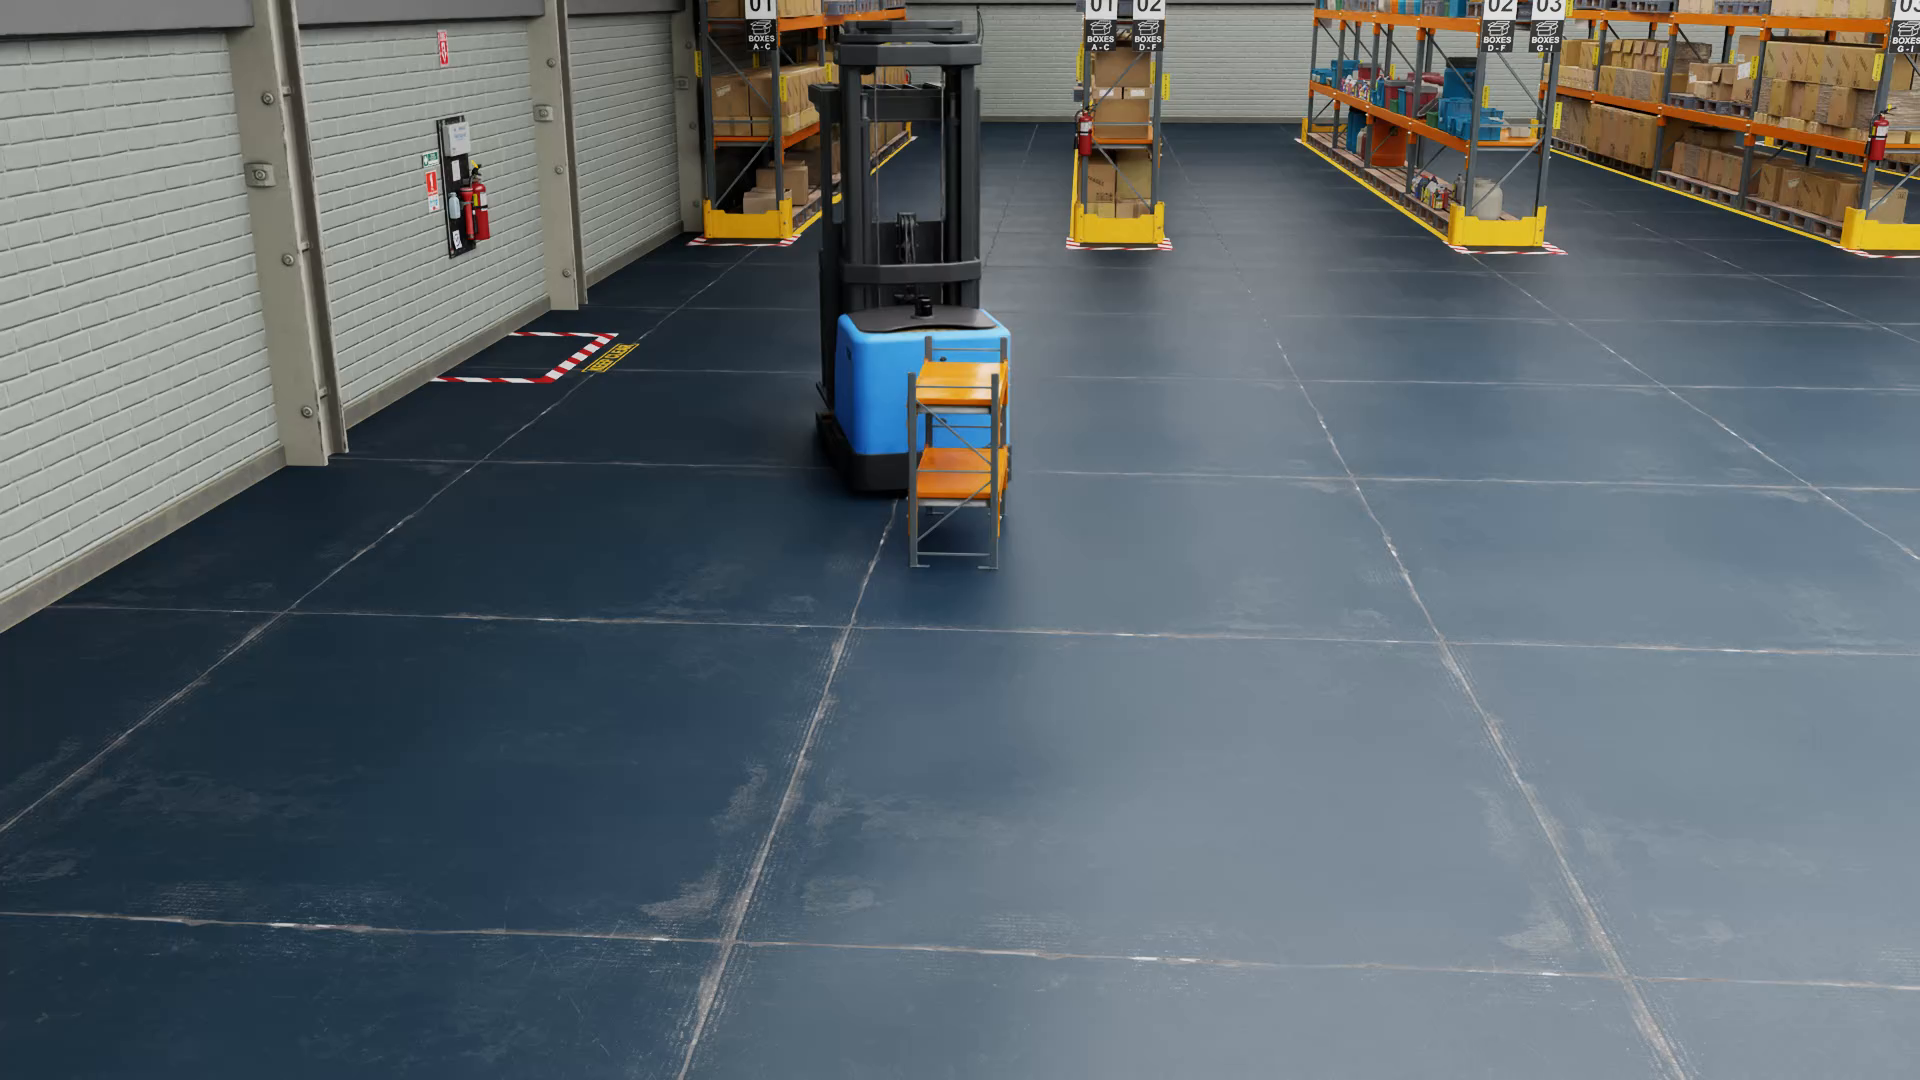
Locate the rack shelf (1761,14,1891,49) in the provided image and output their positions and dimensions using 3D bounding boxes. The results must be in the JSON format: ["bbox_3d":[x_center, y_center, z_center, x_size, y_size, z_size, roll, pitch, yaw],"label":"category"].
[{"bbox_3d":[12.112,-6.865,22.395,1.077,0.370,4.000,1,18,4],"label":"rack shelf"}]

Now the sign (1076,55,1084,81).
[{"bbox_3d":[1.548,-6.062,21.366,0.100,0.325,0.005,1,18,4],"label":"sign"}]

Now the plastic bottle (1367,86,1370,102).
[{"bbox_3d":[7.205,-7.835,29.205,0.061,0.283,0.133,1,18,4],"label":"plastic bottle"}]

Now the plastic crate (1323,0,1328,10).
[{"bbox_3d":[7.792,-11.168,34.471,0.504,0.338,0.767,1,18,4],"label":"plastic crate"}]

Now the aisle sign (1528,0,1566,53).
[{"bbox_3d":[7.315,-6.477,20.699,0.394,0.787,0.004,1,18,4],"label":"aisle sign"}]

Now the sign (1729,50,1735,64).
[{"bbox_3d":[13.084,-8.148,28.241,0.100,0.325,0.005,1,18,4],"label":"sign"}]

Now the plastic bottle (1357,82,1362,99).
[{"bbox_3d":[7.287,-8.190,30.289,0.061,0.283,0.133,1,18,4],"label":"plastic bottle"}]

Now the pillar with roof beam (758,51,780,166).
[{"bbox_3d":[1.058,-10.347,27.049,9.100,9.000,0.400,1,18,4],"label":"pillar with roof beam"}]

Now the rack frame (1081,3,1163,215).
[{"bbox_3d":[2.088,-5.383,21.533,1.000,3.000,0.127,1,18,4],"label":"rack frame"}]

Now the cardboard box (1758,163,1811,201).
[{"bbox_3d":[12.187,-5.291,24.593,0.500,0.500,0.500,1,18,2],"label":"cardboard box"}]

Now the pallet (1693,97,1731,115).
[{"bbox_3d":[12.441,-6.938,26.588,1.003,0.211,1.213,1,18,4],"label":"pallet"}]

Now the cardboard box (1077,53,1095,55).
[{"bbox_3d":[2.691,-9.215,32.392,0.700,0.500,0.500,-5,19,-15],"label":"cardboard box"}]

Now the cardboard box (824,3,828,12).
[{"bbox_3d":[-2.465,-9.060,27.741,0.797,0.503,0.637,4,19,12],"label":"cardboard box"}]

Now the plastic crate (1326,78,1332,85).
[{"bbox_3d":[7.714,-9.449,34.269,0.293,0.136,0.466,1,18,4],"label":"plastic crate"}]

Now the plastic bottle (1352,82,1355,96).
[{"bbox_3d":[7.357,-8.407,30.968,0.097,0.271,0.097,0,18,0],"label":"plastic bottle"}]

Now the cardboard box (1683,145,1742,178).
[{"bbox_3d":[12.487,-6.285,27.595,0.700,0.500,0.500,0,18,-1],"label":"cardboard box"}]

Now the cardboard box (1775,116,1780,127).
[{"bbox_3d":[11.910,-5.990,23.789,0.380,0.149,0.250,1,18,4],"label":"cardboard box"}]

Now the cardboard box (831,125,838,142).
[{"bbox_3d":[-2.383,-6.954,28.432,0.500,0.250,0.500,2,18,5],"label":"cardboard box"}]

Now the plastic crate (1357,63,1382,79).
[{"bbox_3d":[8.203,-9.329,33.376,0.402,0.464,0.583,1,18,4],"label":"plastic crate"}]

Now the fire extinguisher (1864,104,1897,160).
[{"bbox_3d":[11.501,-5.098,20.790,0.296,0.674,0.183,1,18,4],"label":"fire extinguisher"}]

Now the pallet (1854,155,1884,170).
[{"bbox_3d":[17.714,-7.178,31.491,1.003,0.211,1.213,1,18,4],"label":"pallet"}]

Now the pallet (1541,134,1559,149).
[{"bbox_3d":[13.136,-8.554,35.691,1.003,0.211,1.213,1,18,4],"label":"pallet"}]

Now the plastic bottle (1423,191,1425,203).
[{"bbox_3d":[6.786,-5.005,24.168,0.097,0.201,0.097,0,18,0],"label":"plastic bottle"}]

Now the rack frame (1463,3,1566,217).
[{"bbox_3d":[7.028,-5.271,21.192,1.000,3.000,0.127,1,18,4],"label":"rack frame"}]

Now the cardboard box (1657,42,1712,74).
[{"bbox_3d":[12.611,-8.396,28.958,0.797,0.503,0.637,2,18,6],"label":"cardboard box"}]

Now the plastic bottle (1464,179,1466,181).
[{"bbox_3d":[7.556,-5.257,24.697,0.144,0.351,0.185,1,18,2],"label":"plastic bottle"}]

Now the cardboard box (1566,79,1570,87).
[{"bbox_3d":[12.635,-9.348,34.038,0.380,0.149,0.250,2,18,5],"label":"cardboard box"}]

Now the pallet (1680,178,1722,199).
[{"bbox_3d":[12.395,-5.699,26.978,1.003,0.211,1.213,1,18,4],"label":"pallet"}]

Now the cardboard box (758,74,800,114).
[{"bbox_3d":[-2.474,-6.082,22.670,0.500,0.500,0.500,1,18,4],"label":"cardboard box"}]

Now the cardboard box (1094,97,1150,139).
[{"bbox_3d":[2.134,-5.575,21.959,0.700,0.500,0.500,1,18,4],"label":"cardboard box"}]

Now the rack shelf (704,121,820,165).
[{"bbox_3d":[-2.710,-5.771,23.875,1.077,0.370,4.000,1,18,4],"label":"rack shelf"}]

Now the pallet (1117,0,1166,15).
[{"bbox_3d":[2.165,-6.985,21.748,1.003,0.211,1.213,1,18,4],"label":"pallet"}]

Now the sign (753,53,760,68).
[{"bbox_3d":[-3.120,-7.296,25.512,0.100,0.325,0.005,1,18,4],"label":"sign"}]

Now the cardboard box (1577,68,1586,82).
[{"bbox_3d":[12.633,-9.261,33.133,0.500,0.250,0.500,2,18,6],"label":"cardboard box"}]

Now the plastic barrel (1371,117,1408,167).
[{"bbox_3d":[7.620,-7.076,29.512,0.600,0.830,0.708,1,18,4],"label":"plastic barrel"}]

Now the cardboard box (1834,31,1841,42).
[{"bbox_3d":[17.615,-9.881,33.016,0.500,0.500,0.500,2,18,5],"label":"cardboard box"}]

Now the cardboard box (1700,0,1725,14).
[{"bbox_3d":[12.190,-8.540,26.591,0.500,0.250,0.500,2,18,5],"label":"cardboard box"}]

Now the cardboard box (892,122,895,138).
[{"bbox_3d":[-1.759,-8.776,35.229,0.700,0.500,0.500,2,18,5],"label":"cardboard box"}]

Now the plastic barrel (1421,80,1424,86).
[{"bbox_3d":[7.711,-7.354,27.369,0.421,0.512,0.421,0,18,0],"label":"plastic barrel"}]

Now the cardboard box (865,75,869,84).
[{"bbox_3d":[-1.943,-8.483,30.323,0.500,0.500,0.500,2,18,6],"label":"cardboard box"}]

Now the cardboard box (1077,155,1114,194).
[{"bbox_3d":[1.887,-5.116,23.256,0.500,0.500,0.500,1,18,4],"label":"cardboard box"}]

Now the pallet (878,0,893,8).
[{"bbox_3d":[-1.924,-10.856,33.563,1.003,0.211,1.213,1,18,4],"label":"pallet"}]

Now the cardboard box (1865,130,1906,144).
[{"bbox_3d":[11.783,-5.134,21.178,0.380,0.149,0.250,1,18,4],"label":"cardboard box"}]

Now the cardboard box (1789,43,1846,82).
[{"bbox_3d":[11.899,-6.622,23.071,0.500,0.500,0.500,1,18,4],"label":"cardboard box"}]

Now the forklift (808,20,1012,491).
[{"bbox_3d":[-0.452,-2.126,11.704,1.130,2.935,3.031,-4,18,-11],"label":"forklift"}]

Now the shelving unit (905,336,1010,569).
[{"bbox_3d":[0.000,-0.537,9.754,0.538,1.125,1.048,1,18,4],"label":"shelving unit"}]

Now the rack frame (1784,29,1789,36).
[{"bbox_3d":[18.056,-9.988,35.586,1.000,3.000,0.127,1,18,4],"label":"rack frame"}]

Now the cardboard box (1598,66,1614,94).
[{"bbox_3d":[12.547,-8.798,31.794,0.500,0.500,0.500,1,18,4],"label":"cardboard box"}]

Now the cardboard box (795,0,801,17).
[{"bbox_3d":[-2.473,-7.400,22.680,0.500,0.500,0.500,2,18,6],"label":"cardboard box"}]

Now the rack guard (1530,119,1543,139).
[{"bbox_3d":[13.117,-8.949,36.432,1.175,0.500,0.348,1,18,4],"label":"rack guard"}]
